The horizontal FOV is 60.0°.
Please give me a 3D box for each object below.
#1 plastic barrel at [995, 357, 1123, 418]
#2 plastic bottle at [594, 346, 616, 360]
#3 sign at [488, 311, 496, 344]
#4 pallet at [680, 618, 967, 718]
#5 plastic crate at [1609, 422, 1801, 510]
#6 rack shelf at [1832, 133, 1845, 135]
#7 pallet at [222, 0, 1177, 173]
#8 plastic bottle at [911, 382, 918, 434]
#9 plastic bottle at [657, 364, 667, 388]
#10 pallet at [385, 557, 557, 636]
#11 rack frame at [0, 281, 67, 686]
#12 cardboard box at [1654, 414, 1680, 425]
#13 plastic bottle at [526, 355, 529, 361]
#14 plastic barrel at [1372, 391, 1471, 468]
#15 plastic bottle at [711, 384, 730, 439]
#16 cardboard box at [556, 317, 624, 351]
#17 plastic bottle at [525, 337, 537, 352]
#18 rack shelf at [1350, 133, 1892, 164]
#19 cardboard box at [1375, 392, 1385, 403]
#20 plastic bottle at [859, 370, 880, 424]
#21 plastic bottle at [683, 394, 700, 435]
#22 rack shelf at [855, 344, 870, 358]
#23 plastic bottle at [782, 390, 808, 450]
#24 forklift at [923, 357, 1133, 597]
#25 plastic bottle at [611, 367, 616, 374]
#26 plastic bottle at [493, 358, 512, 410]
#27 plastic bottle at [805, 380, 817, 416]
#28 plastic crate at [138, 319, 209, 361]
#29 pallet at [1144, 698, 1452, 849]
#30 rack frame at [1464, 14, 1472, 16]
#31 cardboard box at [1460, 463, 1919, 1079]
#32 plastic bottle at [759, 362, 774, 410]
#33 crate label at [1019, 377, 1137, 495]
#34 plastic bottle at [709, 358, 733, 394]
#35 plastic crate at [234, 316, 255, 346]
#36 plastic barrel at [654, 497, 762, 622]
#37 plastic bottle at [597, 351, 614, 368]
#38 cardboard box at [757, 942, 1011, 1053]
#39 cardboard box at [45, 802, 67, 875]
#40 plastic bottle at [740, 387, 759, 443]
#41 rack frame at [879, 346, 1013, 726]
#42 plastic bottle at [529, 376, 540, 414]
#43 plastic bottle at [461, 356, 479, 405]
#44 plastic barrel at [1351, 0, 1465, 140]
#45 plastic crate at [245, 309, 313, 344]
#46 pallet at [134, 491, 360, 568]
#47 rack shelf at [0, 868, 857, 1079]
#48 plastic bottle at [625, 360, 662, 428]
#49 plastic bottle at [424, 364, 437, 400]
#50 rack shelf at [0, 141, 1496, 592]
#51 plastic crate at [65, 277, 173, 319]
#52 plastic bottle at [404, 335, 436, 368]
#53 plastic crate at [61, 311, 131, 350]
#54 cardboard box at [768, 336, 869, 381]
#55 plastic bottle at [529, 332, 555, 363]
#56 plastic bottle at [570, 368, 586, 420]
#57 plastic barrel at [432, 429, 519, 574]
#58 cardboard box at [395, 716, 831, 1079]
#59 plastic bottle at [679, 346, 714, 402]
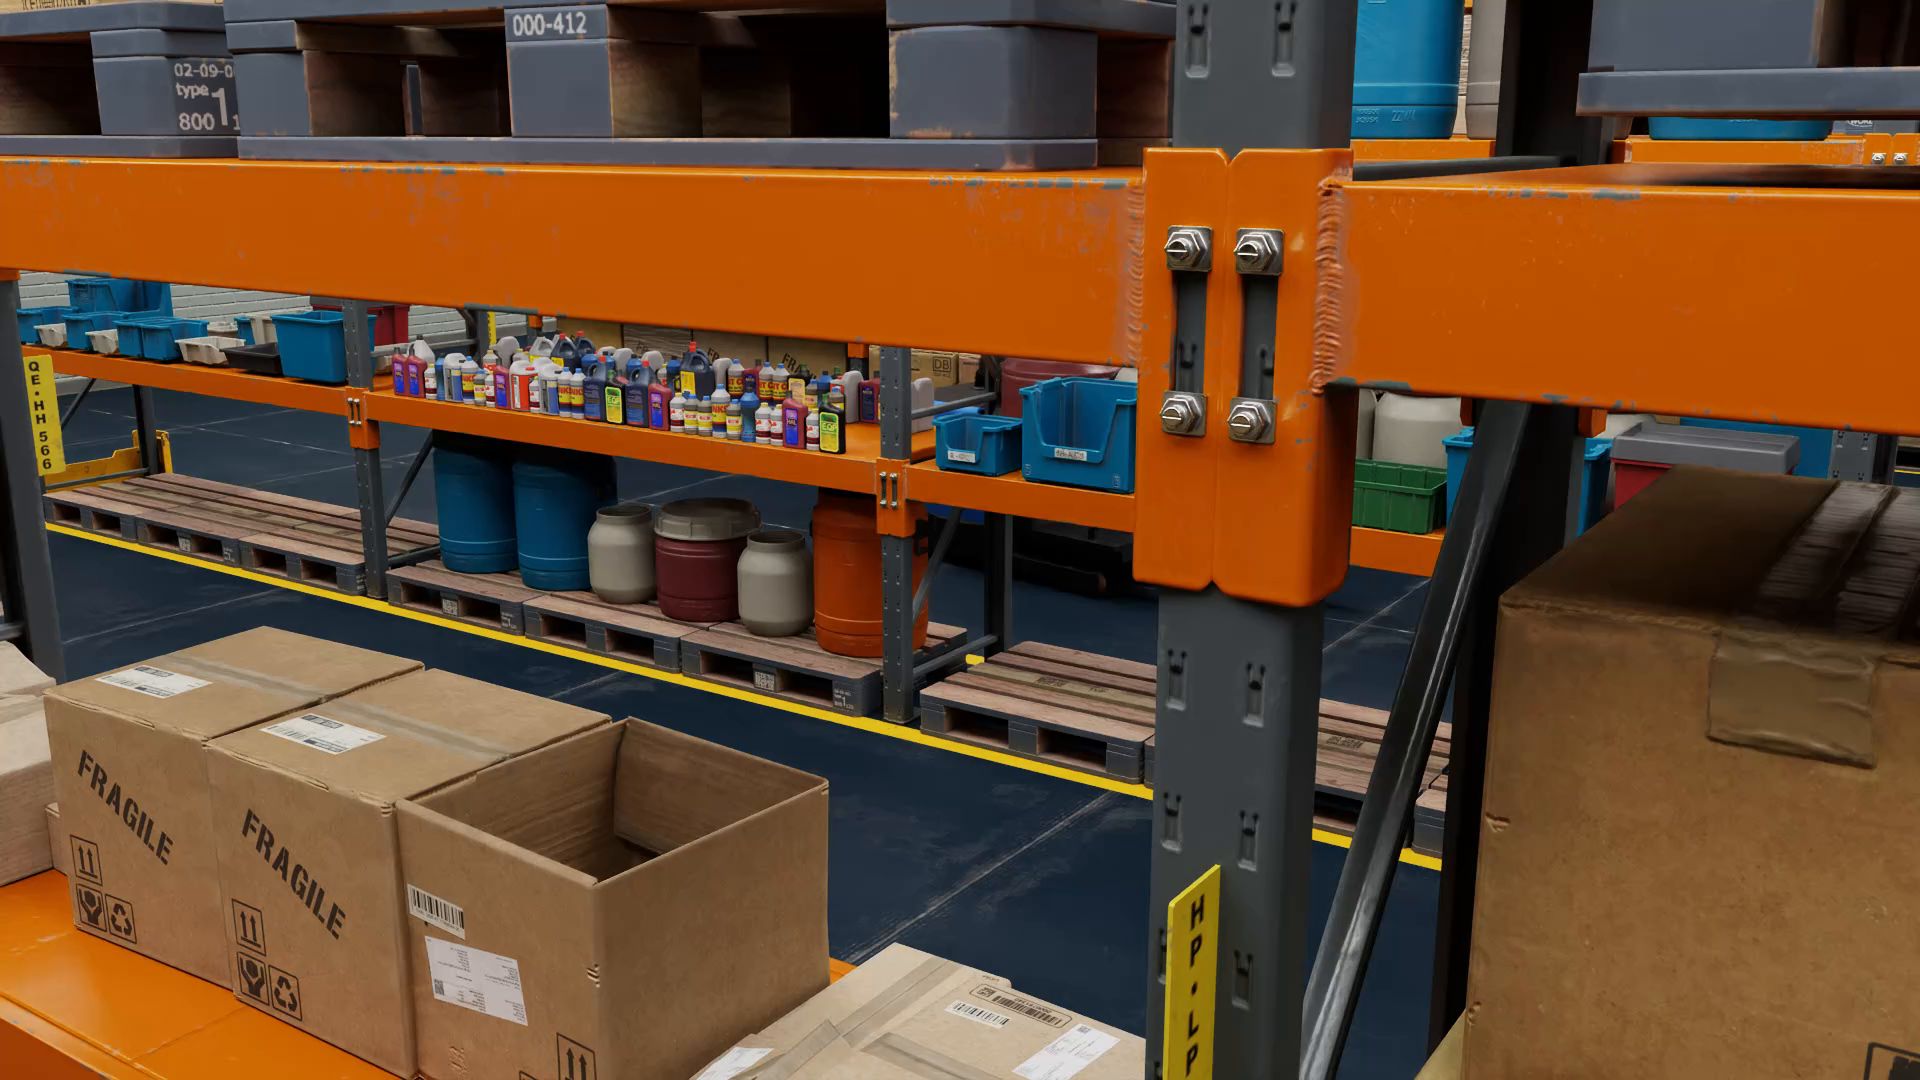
[{"bbox_3d":[0.504,-0.717,8.193,0.708,0.536,0.600,9,17,33],"label":"plastic barrel"},{"bbox_3d":[-2.140,-1.024,9.974,0.135,0.276,0.152,9,17,33],"label":"plastic bottle"},{"bbox_3d":[-3.061,-1.433,10.792,0.005,0.325,0.100,9,17,33],"label":"sign"},{"bbox_3d":[-0.727,0.604,8.945,1.213,0.211,1.003,9,17,33],"label":"pallet"},{"bbox_3d":[2.697,-0.151,6.058,0.583,0.464,0.402,9,17,33],"label":"plastic crate"},{"bbox_3d":[7.226,-3.454,14.789,4.000,0.370,1.077,9,17,33],"label":"rack shelf"},{"bbox_3d":[-0.238,-0.608,2.192,1.217,0.209,0.805,8,16,31],"label":"pallet"},{"bbox_3d":[-0.314,-0.684,8.604,0.135,0.276,0.152,9,17,33],"label":"plastic bottle"},{"bbox_3d":[-1.724,-0.928,9.744,0.097,0.201,0.097,0,14,0],"label":"plastic bottle"},{"bbox_3d":[-2.752,0.276,10.267,1.213,0.211,1.003,9,17,33],"label":"pallet"},{"bbox_3d":[-2.819,0.335,4.226,0.053,2.616,0.949,9,17,33],"label":"rack frame"},{"bbox_3d":[6.749,-1.511,15.493,0.750,0.750,1.050,9,17,34],"label":"cardboard box"},{"bbox_3d":[-2.613,-1.028,10.146,0.097,0.201,0.097,0,14,0],"label":"plastic bottle"},{"bbox_3d":[1.989,-0.452,7.126,0.433,0.535,0.433,0,14,0],"label":"plastic barrel"},{"bbox_3d":[-1.224,-0.662,8.521,0.097,0.271,0.097,0,14,0],"label":"plastic bottle"},{"bbox_3d":[-3.348,-1.816,16.463,0.875,0.875,0.875,9,17,33],"label":"cardboard box"},{"bbox_3d":[-2.644,-1.122,10.356,0.133,0.283,0.061,9,17,33],"label":"plastic bottle"},{"bbox_3d":[1.610,-1.491,6.859,4.000,0.370,1.077,9,17,33],"label":"rack shelf"},{"bbox_3d":[3.287,-0.920,12.025,0.500,0.250,0.500,10,17,35],"label":"cardboard box"},{"bbox_3d":[-0.476,-0.772,8.940,0.133,0.283,0.061,9,17,33],"label":"plastic bottle"},{"bbox_3d":[-1.385,-0.654,8.635,0.097,0.201,0.097,0,14,0],"label":"plastic bottle"},{"bbox_3d":[1.055,-1.559,13.376,4.000,0.370,1.077,9,17,33],"label":"rack shelf"},{"bbox_3d":[-0.815,-0.596,8.231,0.133,0.283,0.061,9,17,33],"label":"plastic bottle"},{"bbox_3d":[0.970,-1.207,10.601,3.031,2.935,1.130,13,19,42],"label":"forklift"},{"bbox_3d":[-1.914,-0.815,9.140,0.097,0.271,0.097,0,14,0],"label":"plastic bottle"},{"bbox_3d":[-2.566,-0.879,9.374,0.133,0.283,0.061,9,17,33],"label":"plastic bottle"},{"bbox_3d":[-0.804,-0.780,9.143,0.097,0.201,0.097,0,14,0],"label":"plastic bottle"},{"bbox_3d":[-5.325,-1.358,11.289,0.300,0.233,0.416,9,17,33],"label":"plastic crate"},{"bbox_3d":[1.579,0.976,7.439,1.213,0.211,1.003,9,17,33],"label":"pallet"},{"bbox_3d":[7.693,-8.055,25.634,0.127,3.000,1.000,9,17,33],"label":"rack frame"},{"bbox_3d":[0.873,0.251,1.659,0.500,0.500,0.700,9,17,33],"label":"cardboard box"},{"bbox_3d":[-1.076,-0.857,9.312,0.097,0.271,0.097,0,14,0],"label":"plastic bottle"},{"bbox_3d":[0.623,-0.483,7.456,0.616,0.435,0.502,9,17,33],"label":"crate label"},{"bbox_3d":[-1.379,-0.901,9.478,0.135,0.276,0.152,9,17,33],"label":"plastic bottle"},{"bbox_3d":[-4.841,-1.449,11.658,0.300,0.233,0.416,9,17,33],"label":"plastic crate"},{"bbox_3d":[-1.403,0.101,9.319,0.708,0.588,0.600,9,17,33],"label":"plastic barrel"},{"bbox_3d":[-2.083,-0.976,9.791,0.097,0.271,0.097,0,14,0],"label":"plastic bottle"},{"bbox_3d":[-0.120,0.833,2.737,0.250,0.149,0.380,9,17,33],"label":"cardboard box"},{"bbox_3d":[-1.728,0.616,3.614,0.250,0.149,0.380,11,17,37],"label":"cardboard box"},{"bbox_3d":[-1.062,-0.635,8.415,0.097,0.271,0.097,0,14,0],"label":"plastic bottle"},{"bbox_3d":[-0.050,-0.653,8.217,0.127,3.000,1.000,9,17,33],"label":"rack frame"},{"bbox_3d":[-2.348,-0.809,9.263,0.097,0.201,0.097,0,14,0],"label":"plastic bottle"},{"bbox_3d":[-2.813,-0.918,9.558,0.097,0.271,0.097,0,14,0],"label":"plastic bottle"},{"bbox_3d":[1.641,-2.016,6.438,0.708,0.901,0.600,9,17,33],"label":"plastic barrel"},{"bbox_3d":[-4.533,-1.402,11.366,0.530,0.282,0.437,9,17,33],"label":"plastic crate"},{"bbox_3d":[-5.017,-0.090,11.746,1.213,0.211,1.003,9,17,33],"label":"pallet"},{"bbox_3d":[-1.158,0.952,3.232,4.000,0.370,1.077,9,17,33],"label":"rack shelf"},{"bbox_3d":[-1.681,-0.781,8.837,0.185,0.351,0.144,9,17,33],"label":"plastic bottle"},{"bbox_3d":[-3.086,-0.929,9.745,0.097,0.201,0.097,0,14,0],"label":"plastic bottle"},{"bbox_3d":[-1.158,-0.504,2.872,4.000,0.370,1.077,9,17,33],"label":"rack shelf"},{"bbox_3d":[-6.306,-1.764,12.508,0.499,0.435,0.616,9,17,33],"label":"plastic crate"},{"bbox_3d":[-3.224,-1.048,9.916,0.185,0.351,0.144,9,17,33],"label":"plastic bottle"},{"bbox_3d":[-6.121,-1.486,11.808,0.300,0.233,0.416,9,17,33],"label":"plastic crate"},{"bbox_3d":[-1.108,-1.453,15.000,0.875,0.875,0.875,9,17,33],"label":"cardboard box"},{"bbox_3d":[-2.504,-1.078,10.039,0.185,0.351,0.144,9,17,33],"label":"plastic bottle"},{"bbox_3d":[-2.075,-0.799,9.077,0.097,0.271,0.097,0,14,0],"label":"plastic bottle"},{"bbox_3d":[-2.927,-0.298,10.277,0.708,0.901,0.600,9,17,33],"label":"plastic barrel"},{"bbox_3d":[-0.564,0.646,2.765,0.500,0.500,0.500,11,17,37],"label":"cardboard box"},{"bbox_3d":[-1.483,-0.911,9.363,0.185,0.351,0.144,9,17,33],"label":"plastic bottle"}]
